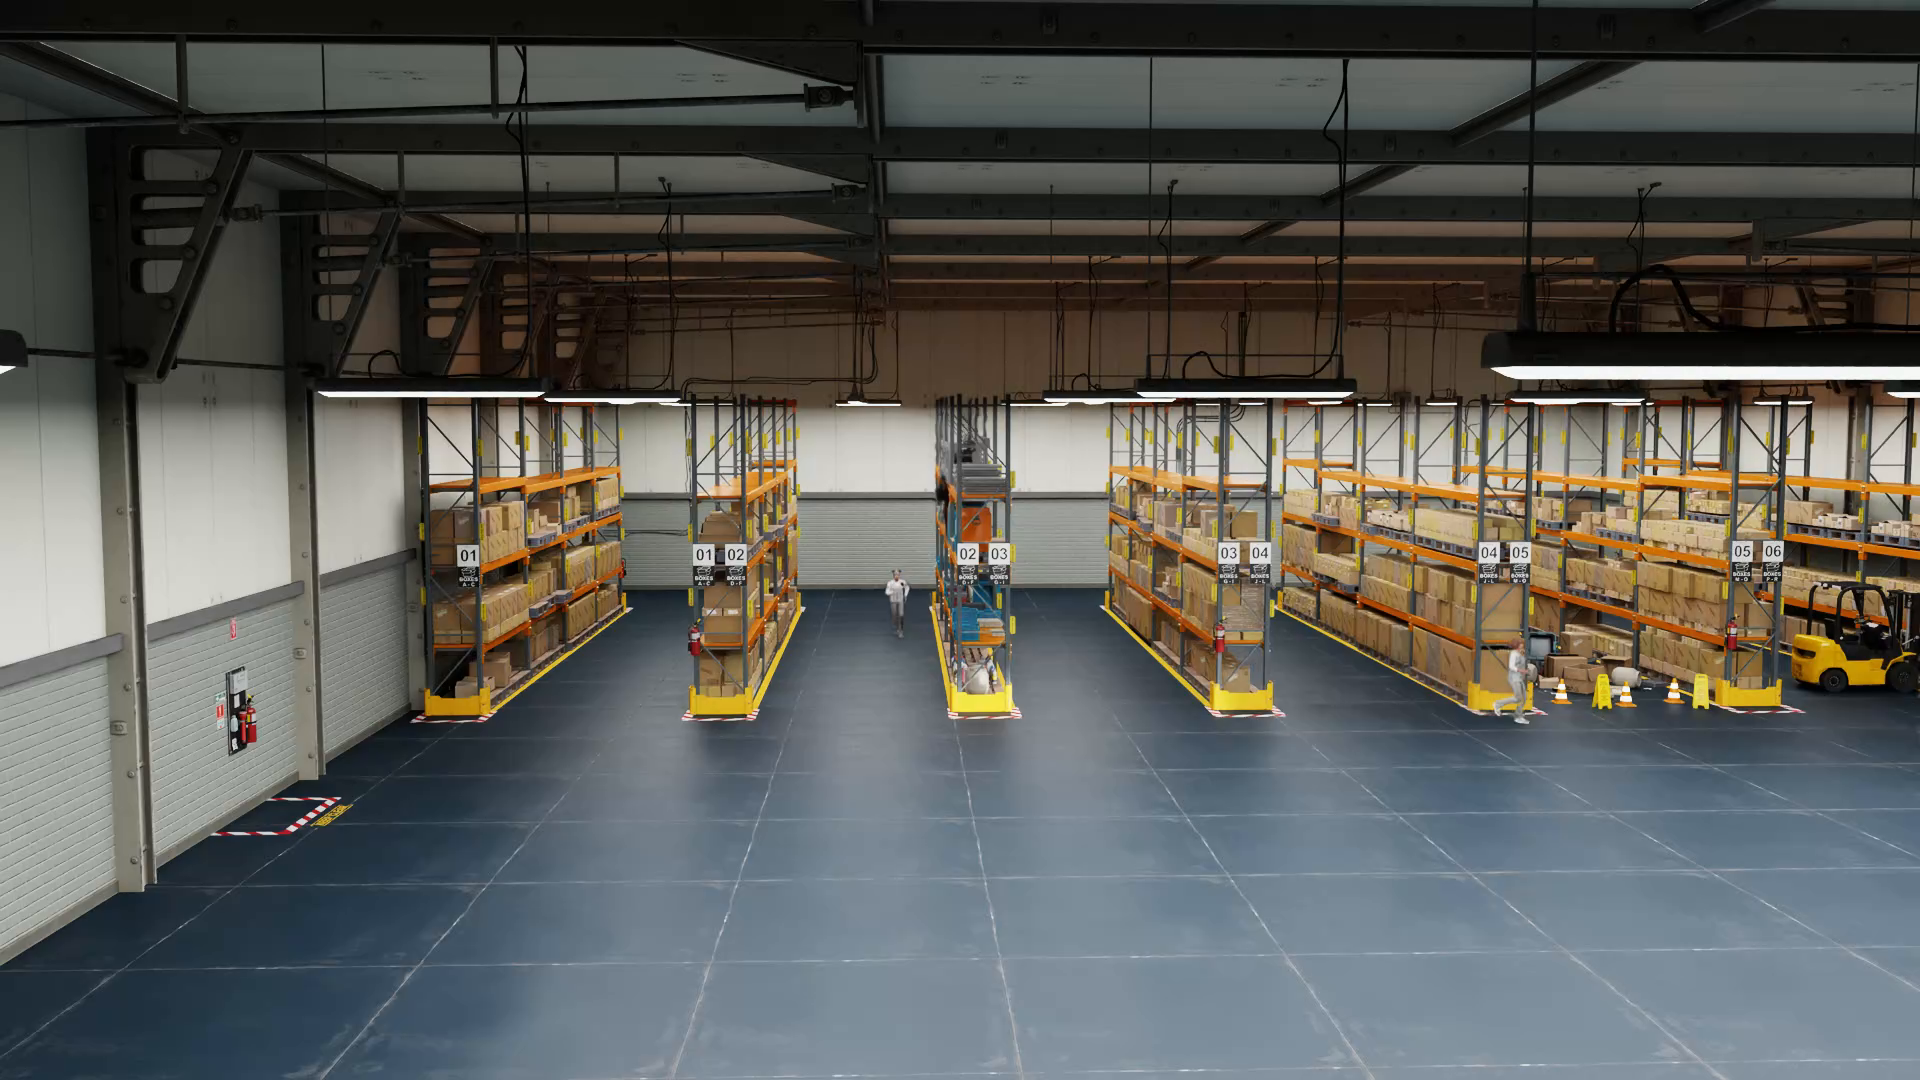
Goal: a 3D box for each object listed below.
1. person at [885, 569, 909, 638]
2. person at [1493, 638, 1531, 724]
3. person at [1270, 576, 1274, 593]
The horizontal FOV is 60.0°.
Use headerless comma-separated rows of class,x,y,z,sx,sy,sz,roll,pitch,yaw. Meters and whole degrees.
person,-1.576,1.597,41.814,0.594,1.753,0.751,0,4,-1
person,10.084,2.556,30.320,0.675,1.564,0.549,2,5,27
person,8.040,1.458,44.231,0.614,1.609,0.575,0,4,1
